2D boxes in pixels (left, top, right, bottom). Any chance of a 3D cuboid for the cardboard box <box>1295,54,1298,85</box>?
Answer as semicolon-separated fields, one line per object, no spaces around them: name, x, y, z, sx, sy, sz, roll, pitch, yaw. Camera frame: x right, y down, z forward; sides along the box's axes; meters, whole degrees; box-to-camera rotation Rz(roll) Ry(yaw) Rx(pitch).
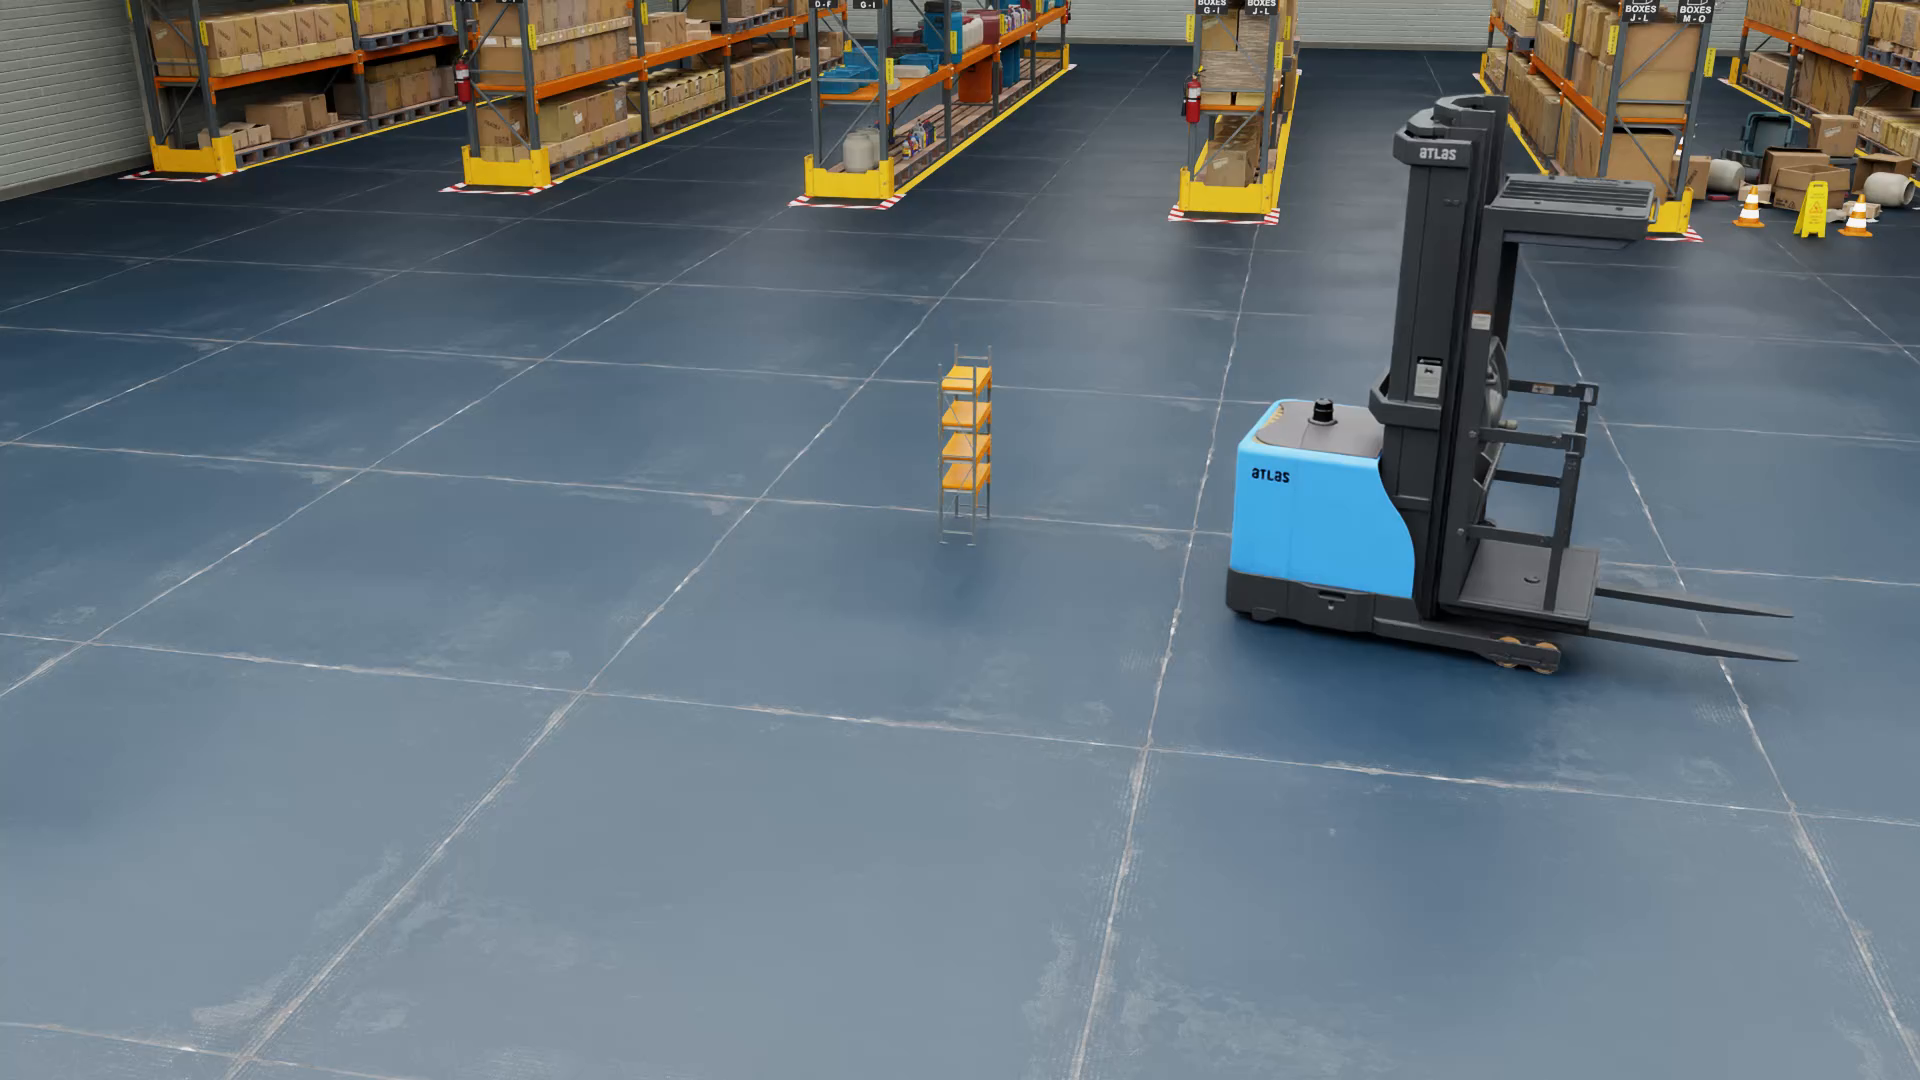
cardboard box;5.736;-8.980;31.418;1.225;0.875;0.875;5;22;11

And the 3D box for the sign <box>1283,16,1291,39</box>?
sign;4.747;-7.444;24.162;0.100;0.325;0.005;4;22;11

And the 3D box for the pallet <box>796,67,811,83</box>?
pallet;-3.709;-9.721;34.707;1.003;0.211;1.213;4;22;11

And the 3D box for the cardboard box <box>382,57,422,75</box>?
cardboard box;-9.890;-8.409;29.472;0.500;0.250;0.500;4;22;11

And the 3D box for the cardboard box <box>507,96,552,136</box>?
cardboard box;-6.291;-6.227;24.415;0.500;0.500;0.500;4;22;11

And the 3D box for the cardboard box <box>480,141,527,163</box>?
cardboard box;-6.479;-5.512;23.644;0.500;0.250;0.500;4;22;11

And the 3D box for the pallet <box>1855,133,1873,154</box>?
pallet;14.571;-6.209;25.988;1.003;0.211;1.213;4;22;11

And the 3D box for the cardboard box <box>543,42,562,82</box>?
cardboard box;-6.089;-6.783;23.546;0.700;0.500;0.500;5;22;12

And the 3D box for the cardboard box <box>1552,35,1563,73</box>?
cardboard box;8.997;-7.108;24.354;0.500;0.500;0.500;4;22;10

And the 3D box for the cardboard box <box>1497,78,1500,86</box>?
cardboard box;10.554;-8.823;32.001;0.380;0.149;0.250;4;22;9

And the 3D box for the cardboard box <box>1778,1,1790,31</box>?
cardboard box;15.492;-9.675;30.728;0.500;0.500;0.500;4;22;10

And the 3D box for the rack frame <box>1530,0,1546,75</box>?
rack frame;9.866;-8.129;27.021;1.000;3.000;0.127;4;22;11

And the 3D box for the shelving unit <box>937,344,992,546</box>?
shelving unit;0.034;-0.617;10.780;0.258;1.200;0.503;4;22;11

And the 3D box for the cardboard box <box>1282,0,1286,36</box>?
cardboard box;4.188;-7.178;22.790;0.500;0.500;0.500;4;22;11

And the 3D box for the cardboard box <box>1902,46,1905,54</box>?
cardboard box;14.224;-7.265;24.651;0.380;0.149;0.250;5;23;13

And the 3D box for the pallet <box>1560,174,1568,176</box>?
pallet;8.571;-4.652;22.123;1.003;0.211;1.213;4;22;11

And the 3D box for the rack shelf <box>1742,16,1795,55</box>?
rack shelf;15.956;-9.649;31.759;1.077;0.370;4.000;4;22;11

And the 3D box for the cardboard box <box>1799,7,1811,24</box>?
cardboard box;15.182;-9.274;29.397;0.500;0.250;0.500;4;22;9

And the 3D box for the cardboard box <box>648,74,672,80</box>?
cardboard box;-5.266;-7.931;28.900;0.500;0.311;0.500;4;22;9

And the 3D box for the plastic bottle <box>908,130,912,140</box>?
plastic bottle;-0.730;-5.905;24.548;0.061;0.283;0.133;4;22;11

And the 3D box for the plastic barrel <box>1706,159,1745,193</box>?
plastic barrel;10.320;-4.939;22.550;0.421;0.421;0.512;-16;27;-35

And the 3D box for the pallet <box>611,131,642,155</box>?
pallet;-5.686;-6.256;26.105;1.003;0.211;1.213;4;22;11

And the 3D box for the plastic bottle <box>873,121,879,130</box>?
plastic bottle;-1.244;-6.101;24.944;0.144;0.351;0.185;4;22;9

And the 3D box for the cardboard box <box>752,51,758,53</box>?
cardboard box;-4.285;-9.453;33.068;0.500;0.500;0.500;5;22;12

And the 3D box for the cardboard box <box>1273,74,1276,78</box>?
cardboard box;4.138;-6.316;22.856;0.380;0.149;0.250;4;22;11

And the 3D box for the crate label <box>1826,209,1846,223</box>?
crate label;10.868;-4.043;20.708;0.250;0.136;0.298;-7;23;-17

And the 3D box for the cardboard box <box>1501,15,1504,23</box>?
cardboard box;10.760;-10.174;32.438;0.380;0.149;0.250;5;22;12

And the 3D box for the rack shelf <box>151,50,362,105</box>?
rack shelf;-10.741;-7.148;25.551;1.077;0.370;4.000;4;22;11

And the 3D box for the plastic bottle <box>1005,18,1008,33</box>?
plastic bottle;0.826;-9.373;30.285;0.097;0.271;0.097;0;22;0

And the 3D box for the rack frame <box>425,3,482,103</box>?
rack frame;-9.517;-9.676;30.865;1.000;3.000;0.127;4;22;11

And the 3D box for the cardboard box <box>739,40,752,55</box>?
cardboard box;-4.392;-9.631;32.506;0.500;0.250;0.500;5;22;11

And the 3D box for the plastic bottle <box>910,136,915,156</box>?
plastic bottle;-0.706;-5.699;24.051;0.097;0.271;0.097;0;22;0

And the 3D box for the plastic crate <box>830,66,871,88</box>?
plastic crate;-1.503;-6.369;22.852;0.499;0.251;0.408;4;22;11

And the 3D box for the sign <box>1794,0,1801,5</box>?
sign;15.005;-9.731;29.736;0.100;0.325;0.005;4;22;11

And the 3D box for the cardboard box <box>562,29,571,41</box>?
cardboard box;-5.799;-7.226;23.779;0.380;0.149;0.250;4;22;9

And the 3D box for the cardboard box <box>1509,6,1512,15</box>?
cardboard box;9.995;-9.414;29.590;0.380;0.149;0.250;4;22;9

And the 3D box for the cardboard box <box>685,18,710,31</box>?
cardboard box;-4.783;-9.129;29.625;0.500;0.311;0.500;6;23;14

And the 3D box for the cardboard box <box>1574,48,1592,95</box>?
cardboard box;8.670;-6.208;22.052;0.875;0.550;0.550;4;22;11

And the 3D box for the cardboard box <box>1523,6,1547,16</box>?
cardboard box;9.570;-8.789;27.638;0.380;0.149;0.250;4;22;10

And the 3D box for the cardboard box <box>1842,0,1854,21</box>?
cardboard box;14.678;-8.696;26.957;0.500;0.500;0.500;5;22;12

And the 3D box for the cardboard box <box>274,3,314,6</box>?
cardboard box;-10.633;-8.345;26.729;0.500;0.500;0.500;4;22;10

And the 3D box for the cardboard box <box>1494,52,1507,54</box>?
cardboard box;10.974;-9.748;33.499;0.380;0.149;0.250;3;22;8

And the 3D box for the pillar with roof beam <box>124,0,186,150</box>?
pillar with roof beam;-7.639;-9.527;22.464;9.100;9.000;0.400;4;22;11

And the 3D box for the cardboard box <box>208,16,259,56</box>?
cardboard box;-10.647;-7.370;24.308;0.500;0.500;0.500;5;22;11

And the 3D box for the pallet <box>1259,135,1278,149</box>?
pallet;4.372;-6.072;25.648;1.003;0.211;1.213;4;22;11

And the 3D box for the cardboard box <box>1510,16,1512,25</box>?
cardboard box;9.942;-9.183;29.413;0.380;0.149;0.250;3;22;9

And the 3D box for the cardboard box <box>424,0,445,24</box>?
cardboard box;-9.690;-9.548;29.823;0.700;0.500;0.500;2;22;6

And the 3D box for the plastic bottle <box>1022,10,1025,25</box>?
plastic bottle;1.160;-10.024;31.894;0.152;0.276;0.135;4;22;11

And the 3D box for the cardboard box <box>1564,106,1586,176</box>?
cardboard box;8.672;-5.320;22.330;0.875;0.875;0.875;5;22;11

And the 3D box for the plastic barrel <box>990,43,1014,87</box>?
plastic barrel;0.726;-9.149;31.802;0.600;0.901;0.708;4;22;11

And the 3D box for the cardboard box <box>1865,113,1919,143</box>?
cardboard box;14.464;-6.288;25.406;0.950;0.372;0.625;4;22;10

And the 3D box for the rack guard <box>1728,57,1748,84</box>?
rack guard;16.369;-9.563;33.930;1.175;0.500;0.348;4;22;11

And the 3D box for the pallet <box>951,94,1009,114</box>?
pallet;0.302;-7.919;30.234;1.003;0.211;1.213;4;22;11

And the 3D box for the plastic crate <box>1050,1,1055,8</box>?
plastic crate;1.825;-11.440;35.517;0.396;0.136;0.243;4;22;11

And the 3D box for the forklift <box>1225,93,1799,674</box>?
forklift;3.119;-0.857;9.058;3.031;2.935;1.130;9;24;21

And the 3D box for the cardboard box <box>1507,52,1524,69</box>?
cardboard box;10.272;-8.724;30.281;0.500;0.250;0.500;3;22;9

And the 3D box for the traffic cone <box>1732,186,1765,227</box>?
traffic cone;9.732;-4.112;20.444;0.336;0.463;0.334;4;22;11
